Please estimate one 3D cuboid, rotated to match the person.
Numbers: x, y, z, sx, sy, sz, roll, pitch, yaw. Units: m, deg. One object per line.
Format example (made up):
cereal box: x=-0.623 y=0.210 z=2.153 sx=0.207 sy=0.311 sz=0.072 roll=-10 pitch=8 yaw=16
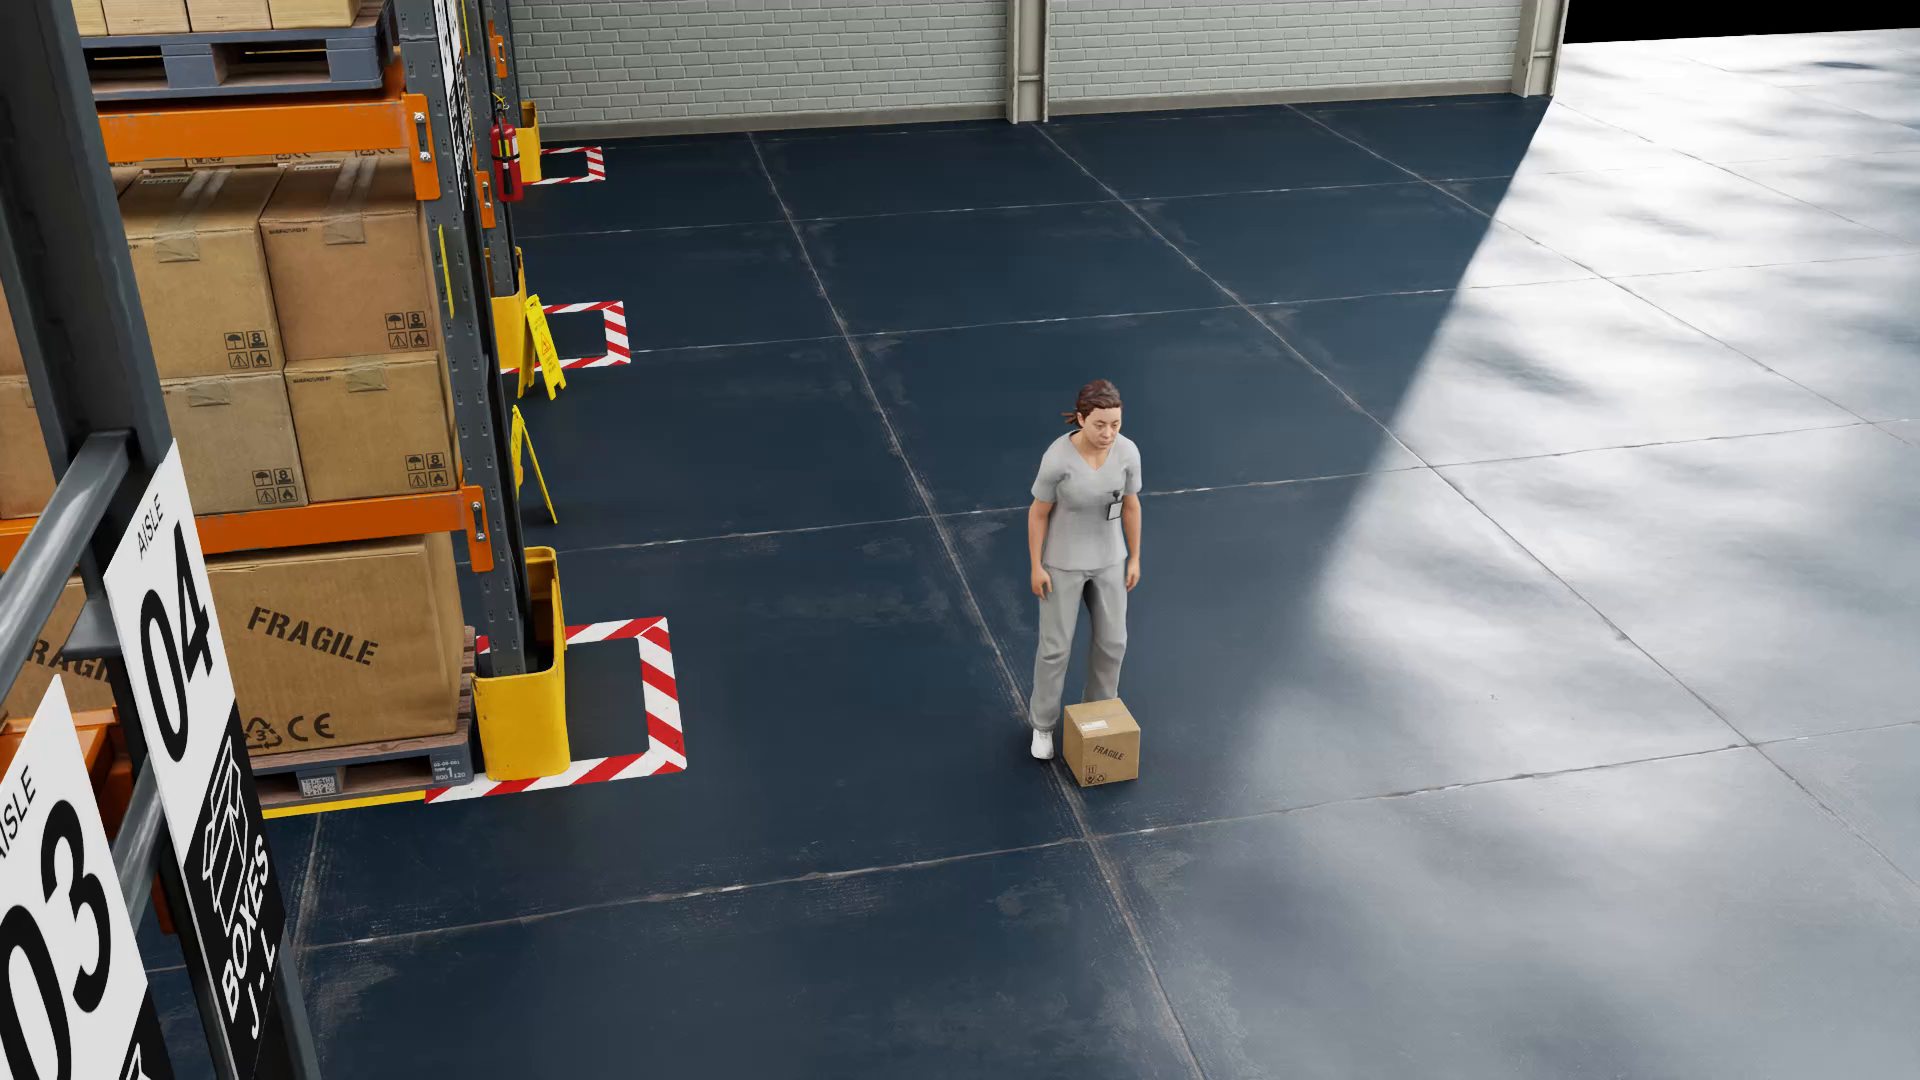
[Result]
person: x=0.521 y=0.110 z=6.901 sx=0.485 sy=1.672 sz=0.362 roll=-6 pitch=28 yaw=-12
